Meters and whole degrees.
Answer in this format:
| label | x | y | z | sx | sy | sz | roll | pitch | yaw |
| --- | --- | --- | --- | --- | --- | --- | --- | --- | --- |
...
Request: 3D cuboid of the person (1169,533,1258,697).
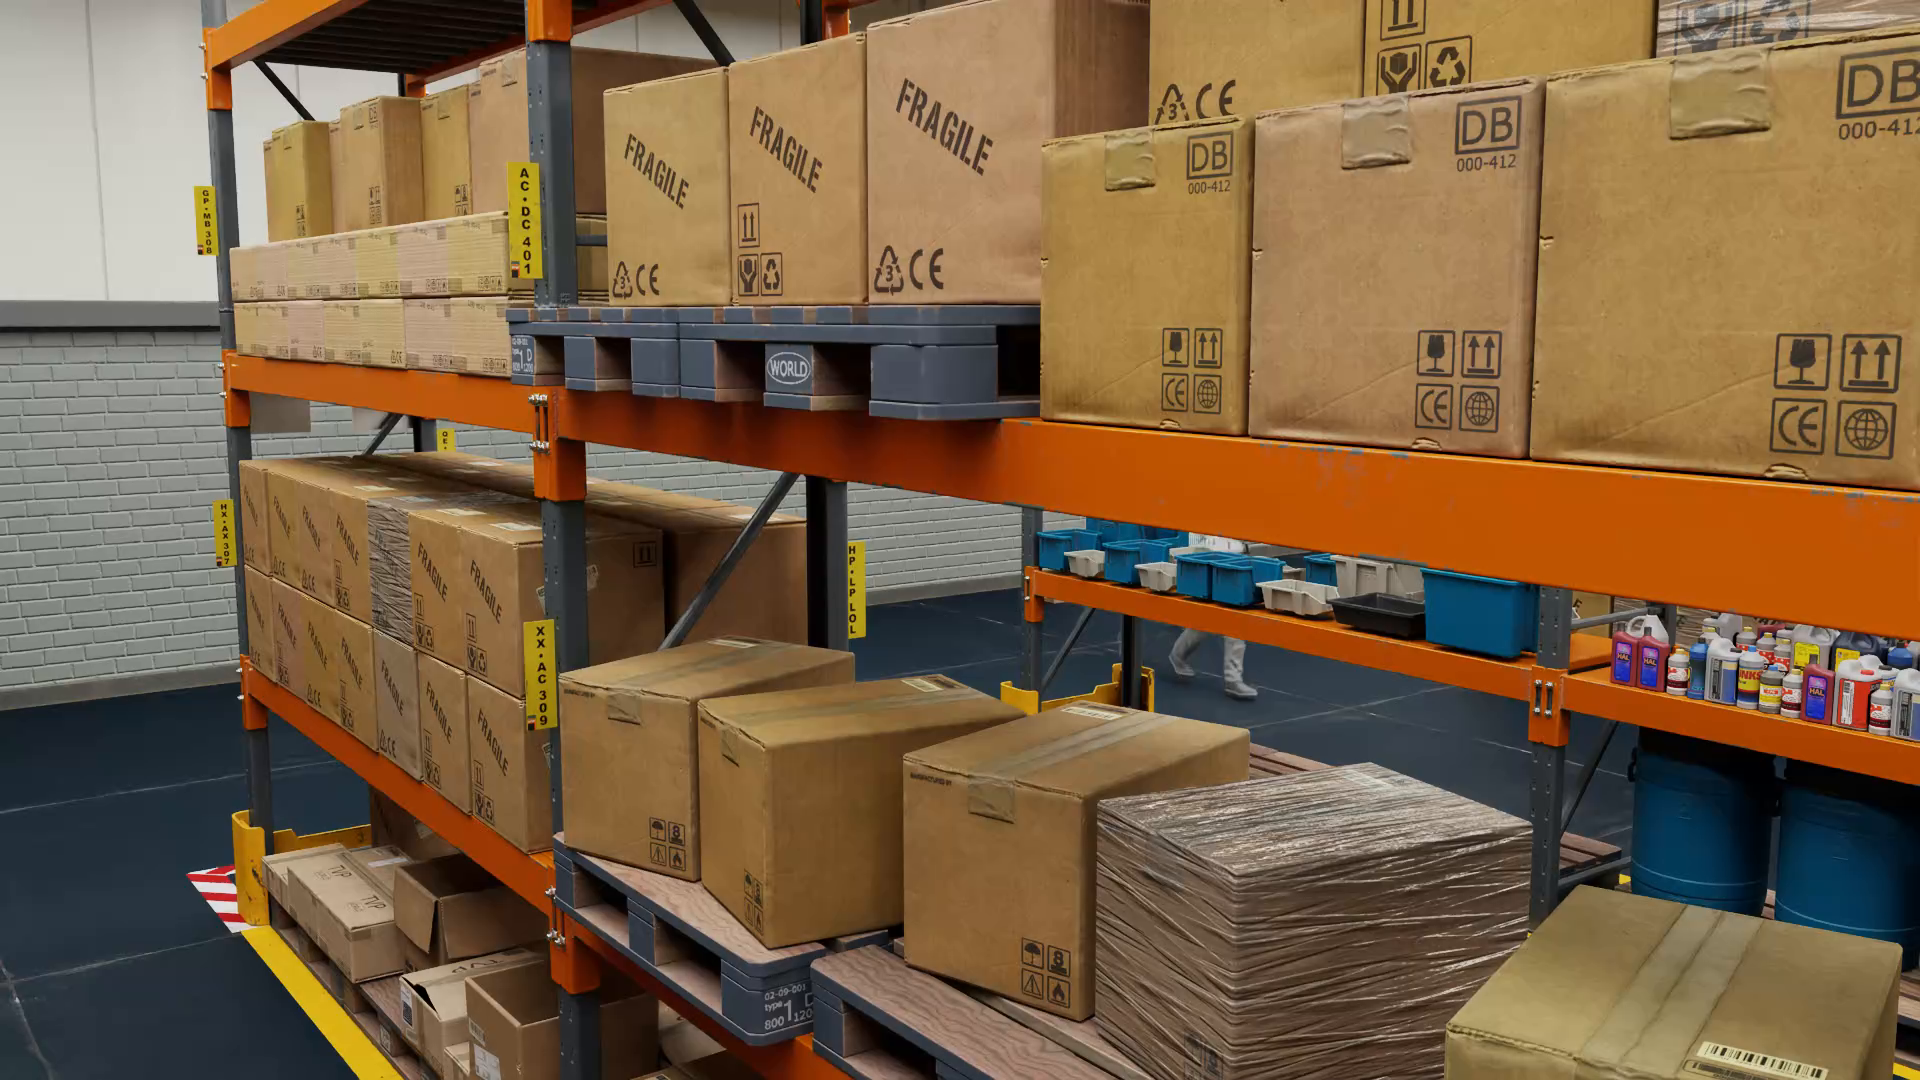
| label | x | y | z | sx | sy | sz | roll | pitch | yaw |
| --- | --- | --- | --- | --- | --- | --- | --- | --- | --- |
| person | 2.008 | 0.328 | 13.221 | 0.548 | 1.734 | 0.952 | -3 | 8 | -24 |
